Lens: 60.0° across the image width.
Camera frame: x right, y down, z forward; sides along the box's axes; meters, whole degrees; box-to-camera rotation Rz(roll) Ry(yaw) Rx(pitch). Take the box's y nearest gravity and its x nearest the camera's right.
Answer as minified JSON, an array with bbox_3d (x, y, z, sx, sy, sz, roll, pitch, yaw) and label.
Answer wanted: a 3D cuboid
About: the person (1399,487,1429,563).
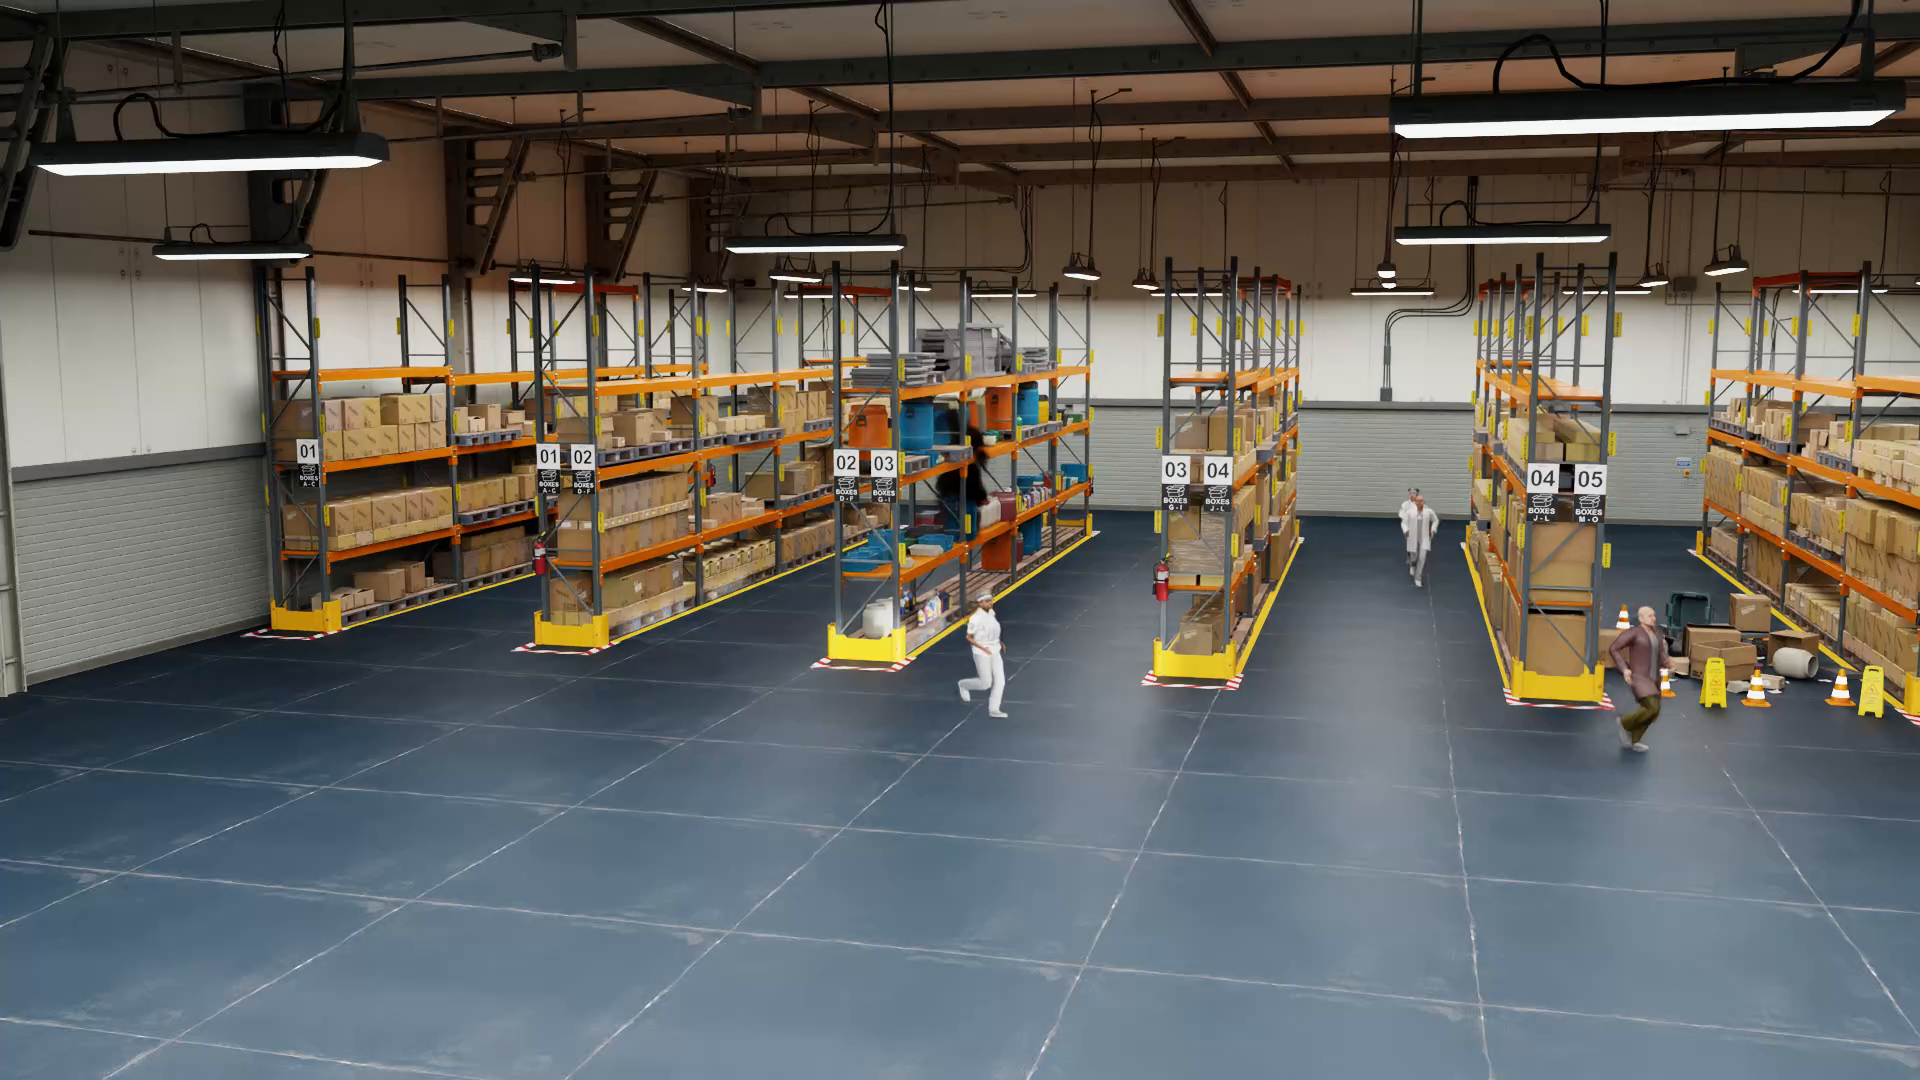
[{"bbox_3d":[9.509,-0.263,34.873,0.621,1.695,0.938,3,8,21],"label":"person"}]

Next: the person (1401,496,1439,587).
[{"bbox_3d":[9.063,0.000,32.785,0.724,1.752,0.882,2,7,15],"label":"person"}]

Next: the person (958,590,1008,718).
[{"bbox_3d":[0.345,1.458,21.593,0.773,1.657,0.593,7,10,44],"label":"person"}]

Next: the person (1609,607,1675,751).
[{"bbox_3d":[8.112,1.756,19.643,0.695,1.533,0.626,-4,8,-28],"label":"person"}]
